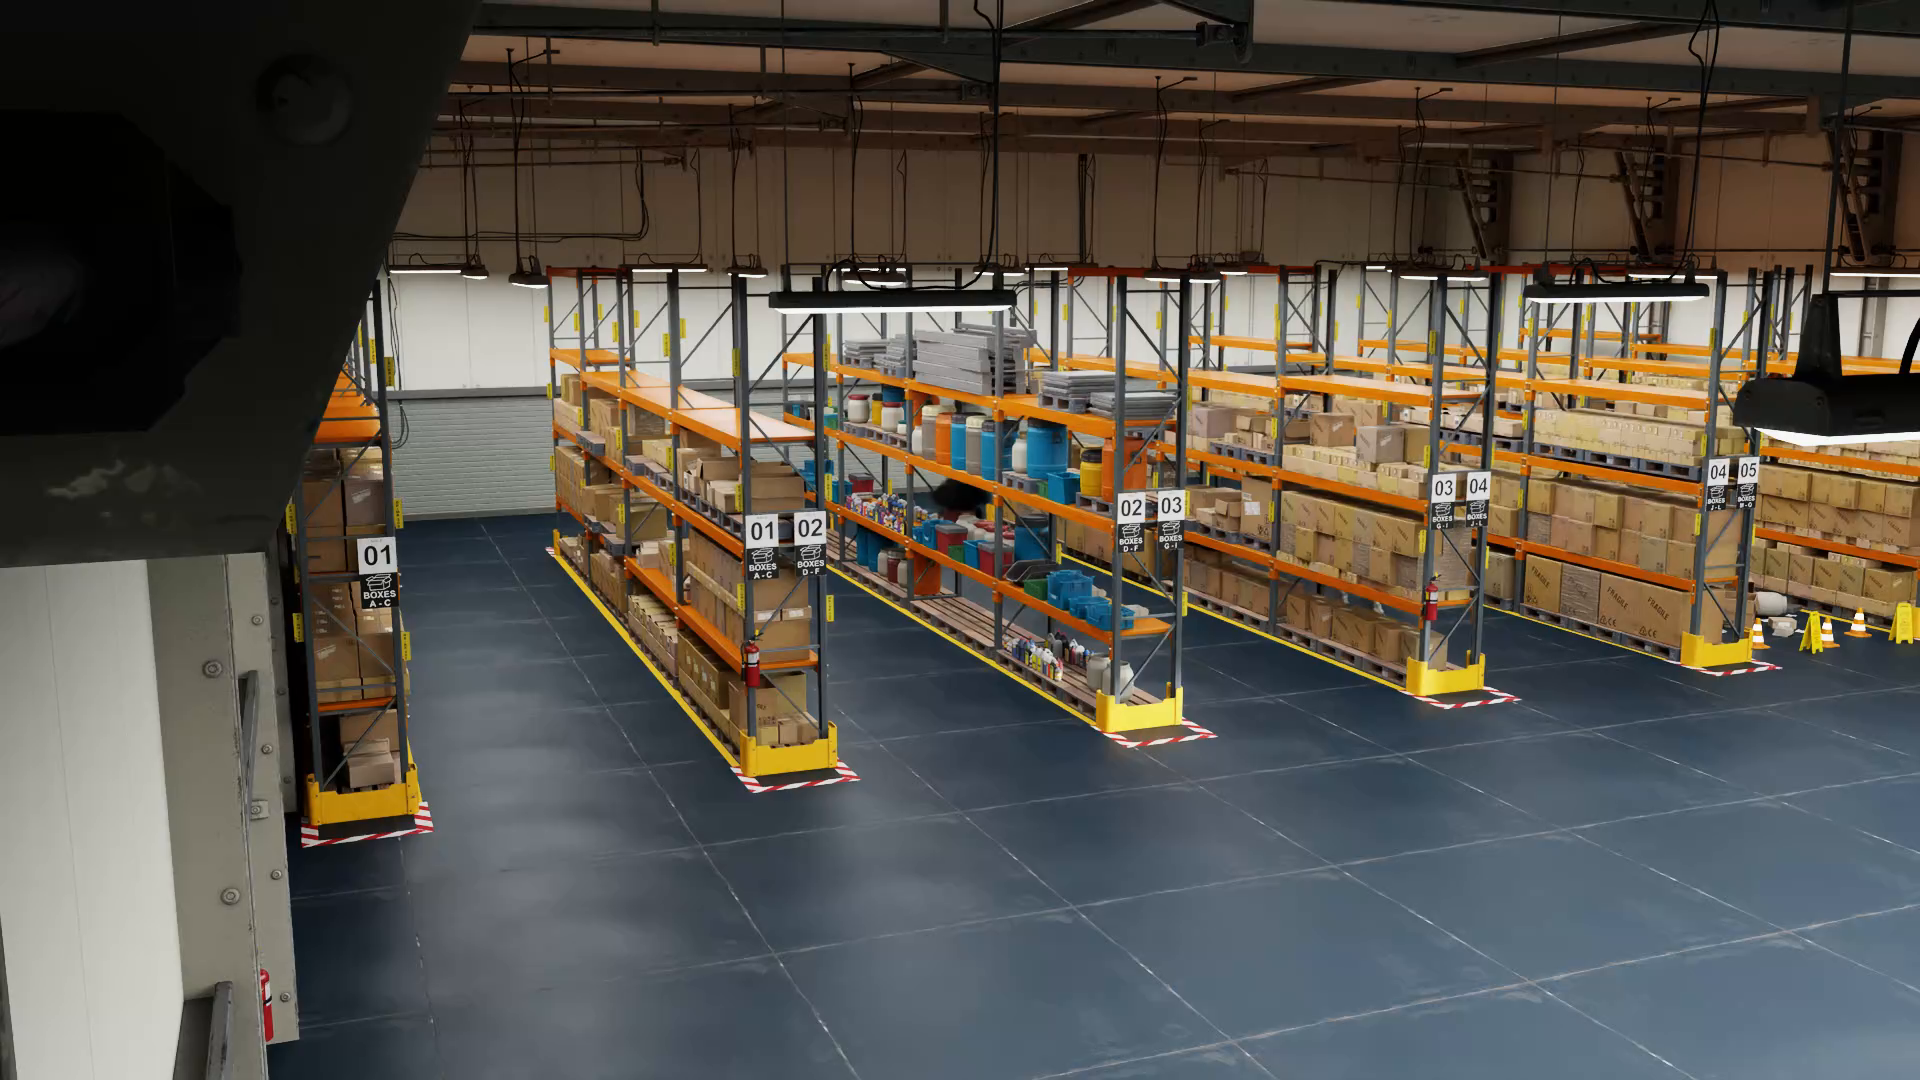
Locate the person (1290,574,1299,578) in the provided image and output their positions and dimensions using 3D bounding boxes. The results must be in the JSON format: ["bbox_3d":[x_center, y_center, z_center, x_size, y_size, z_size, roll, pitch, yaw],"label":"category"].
[{"bbox_3d":[6.569,-0.163,32.621,0.711,1.763,0.717,-3,10,-16],"label":"person"}]

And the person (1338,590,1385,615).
[{"bbox_3d":[7.160,0.447,29.325,0.728,1.729,1.035,-9,13,-41],"label":"person"}]
